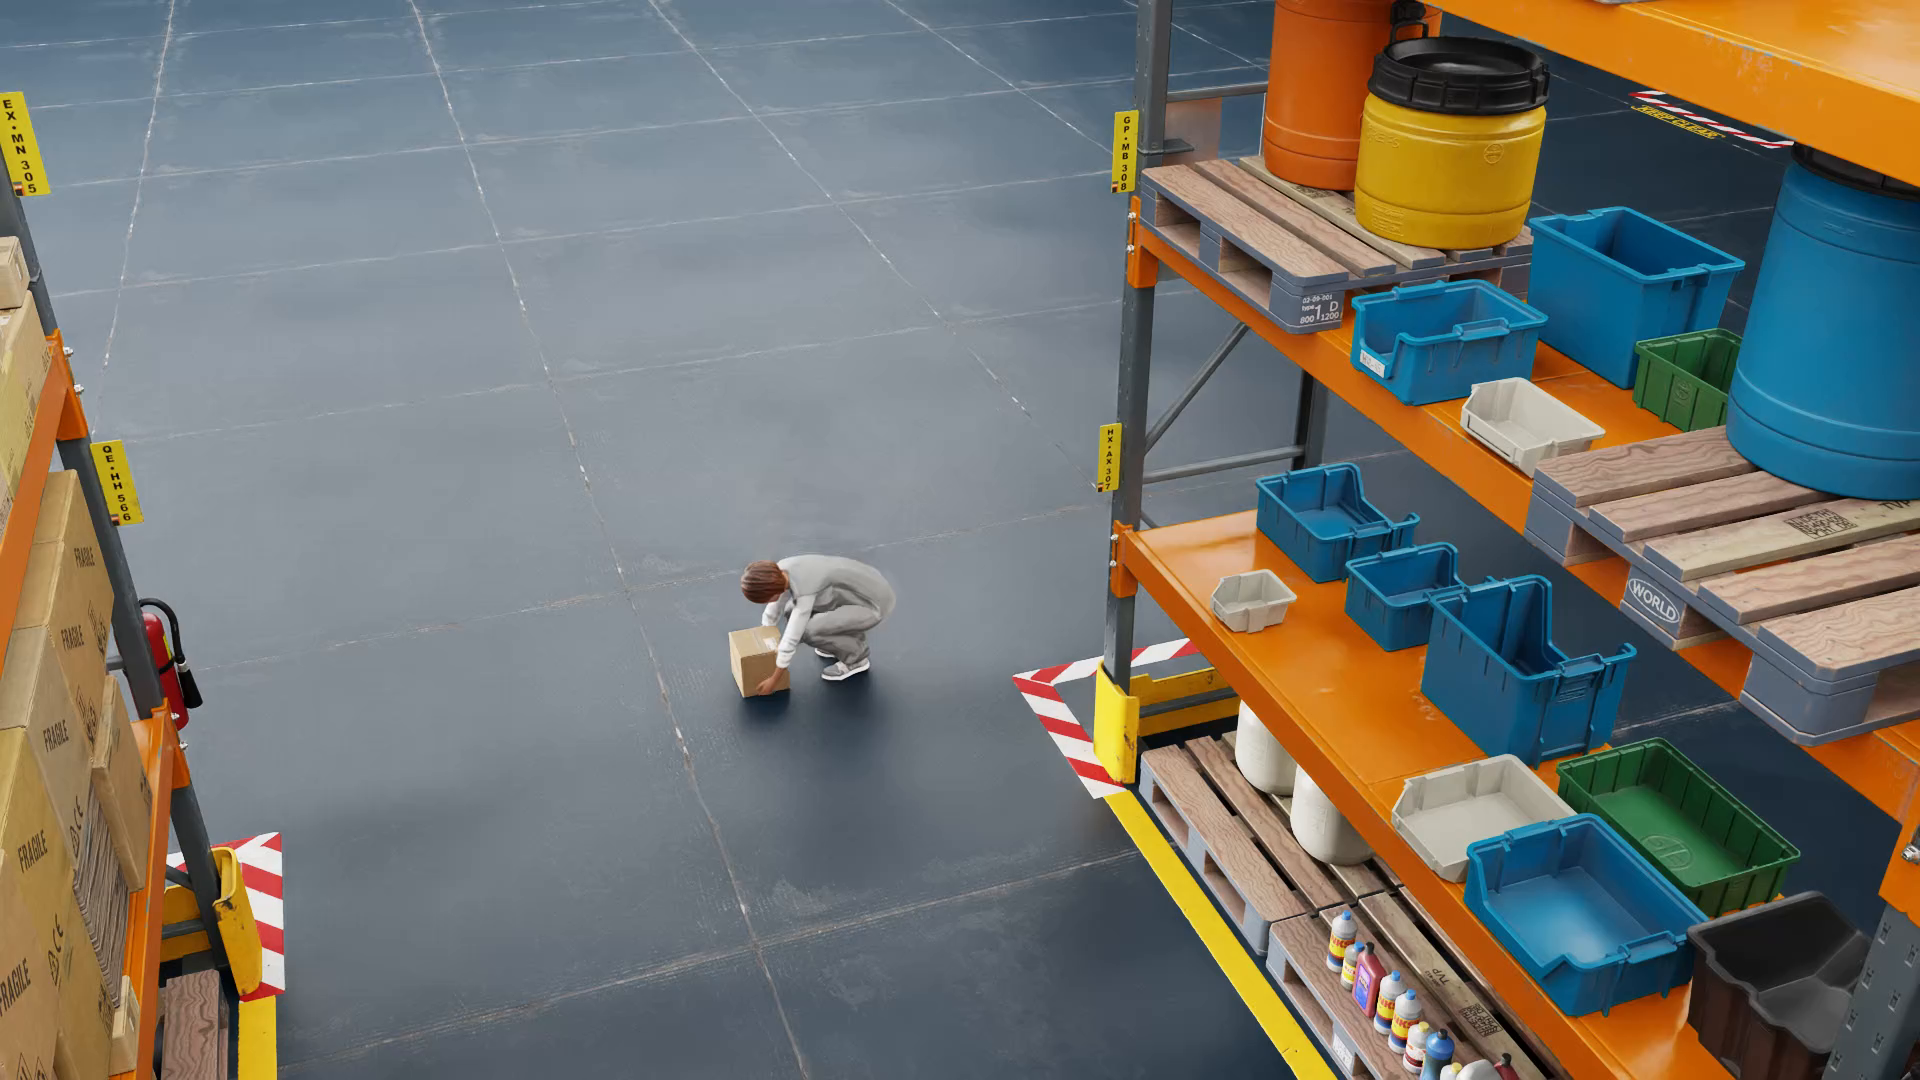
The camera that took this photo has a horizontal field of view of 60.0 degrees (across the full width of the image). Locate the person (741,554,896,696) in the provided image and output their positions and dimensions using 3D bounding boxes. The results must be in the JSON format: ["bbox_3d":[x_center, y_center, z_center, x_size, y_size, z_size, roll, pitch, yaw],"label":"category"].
[{"bbox_3d":[-0.727,0.370,8.595,0.814,0.767,0.432,-11,32,-18],"label":"person"}]
